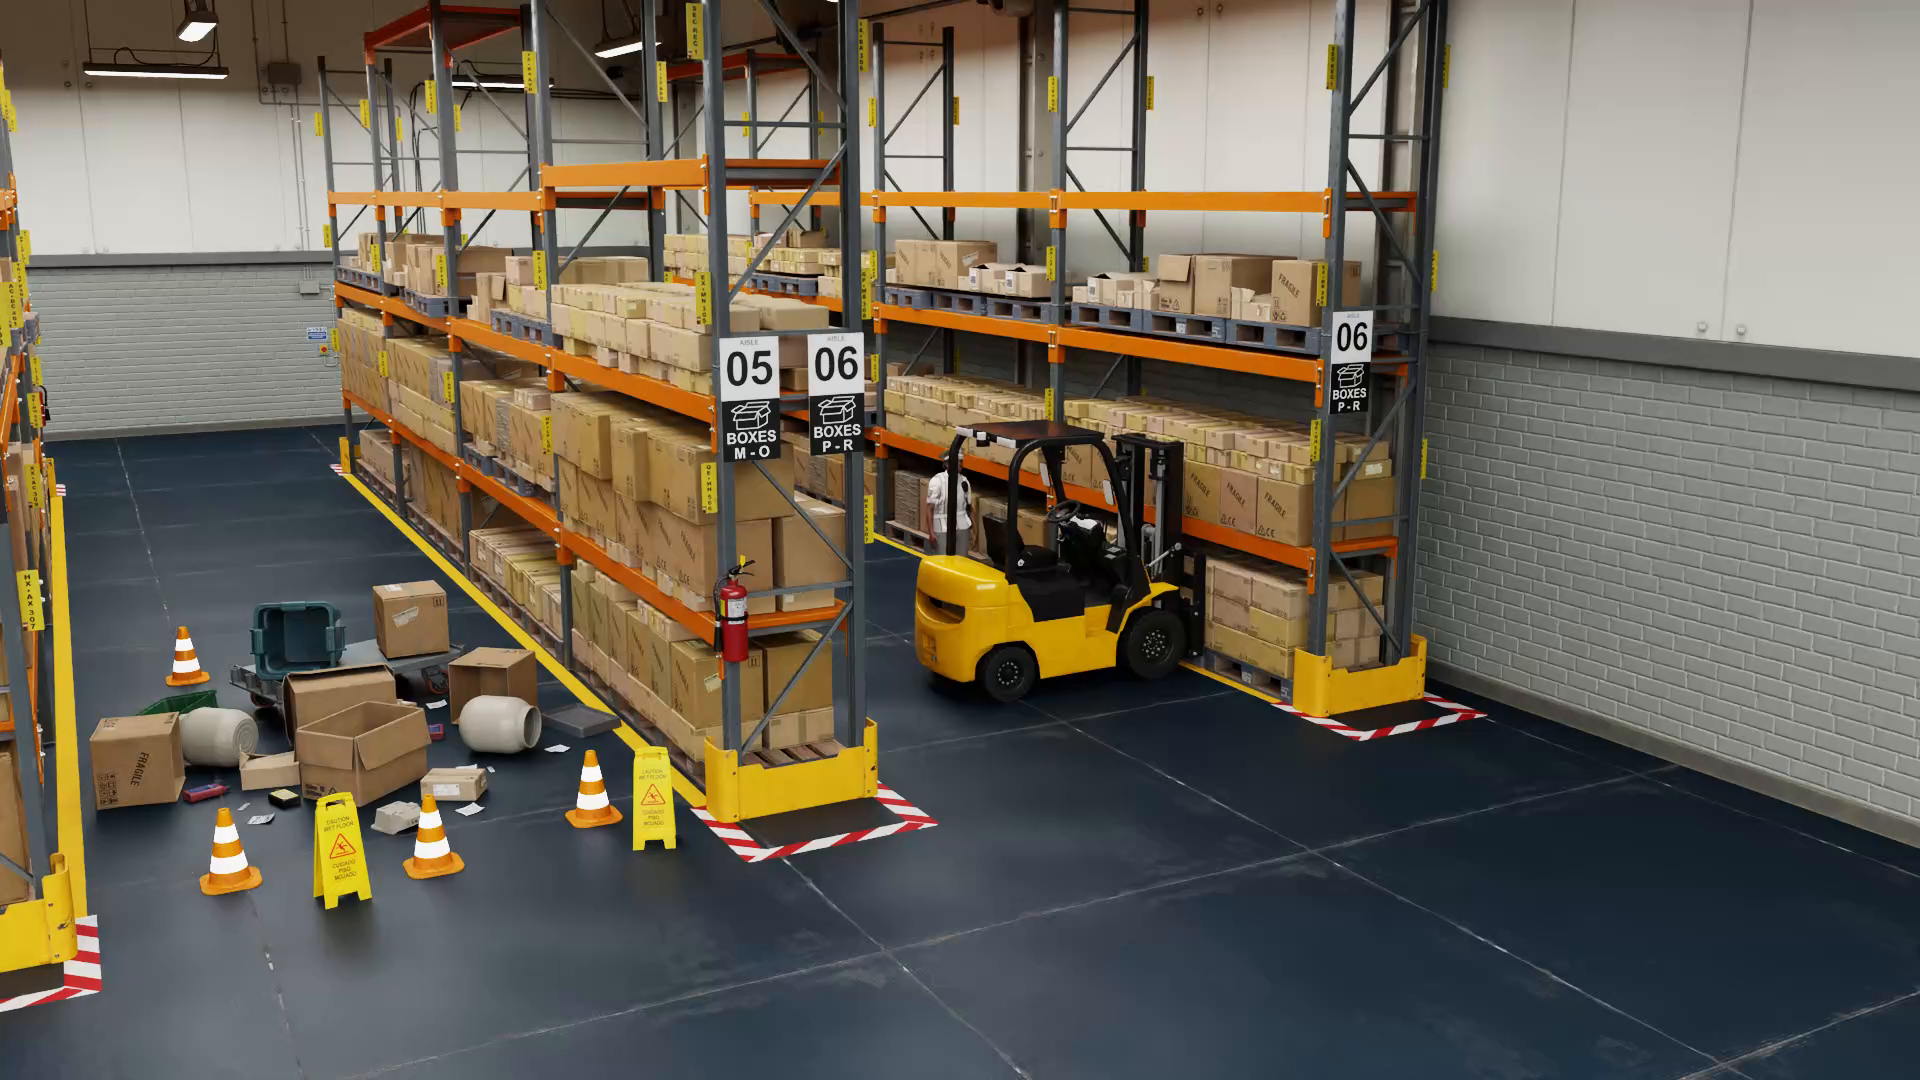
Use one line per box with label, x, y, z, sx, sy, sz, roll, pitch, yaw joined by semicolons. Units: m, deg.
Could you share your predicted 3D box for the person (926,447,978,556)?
person;-0.061;-0.053;16.081;0.569;1.695;0.529;-6;13;-28
